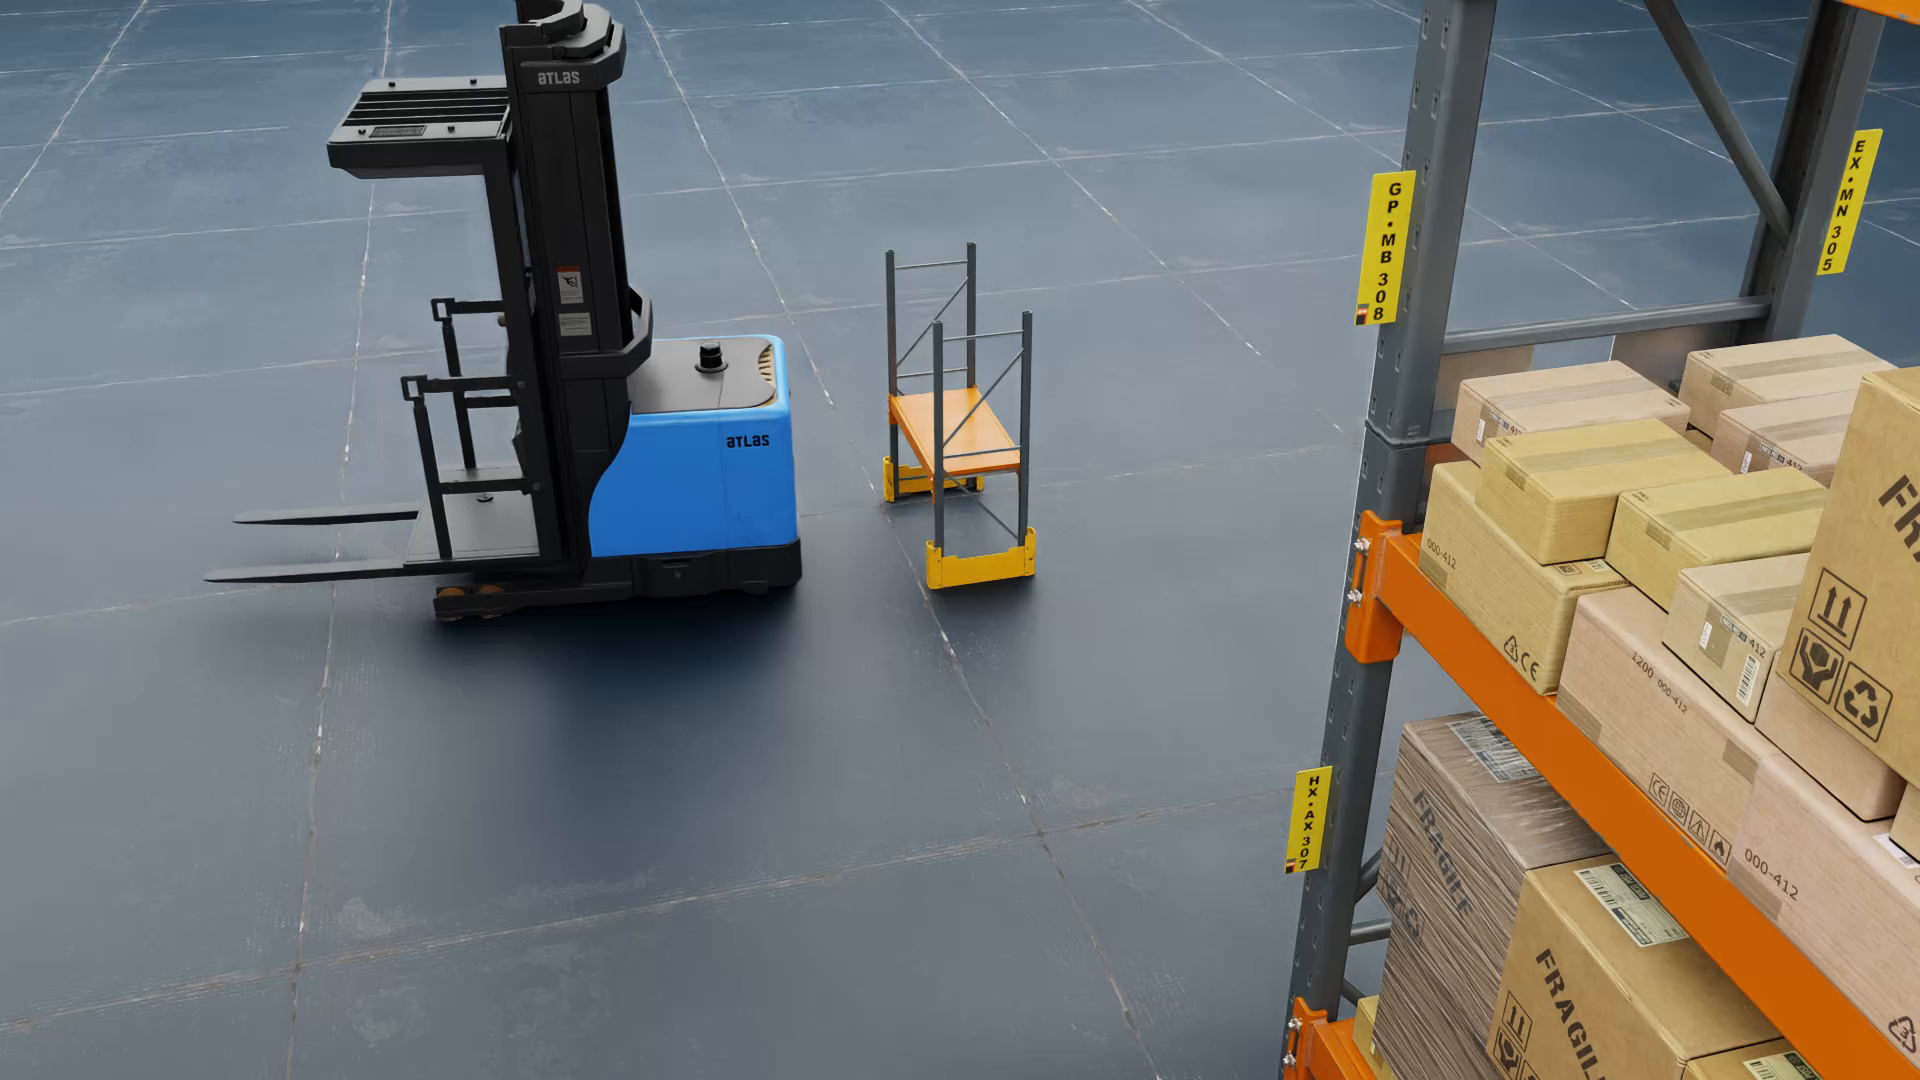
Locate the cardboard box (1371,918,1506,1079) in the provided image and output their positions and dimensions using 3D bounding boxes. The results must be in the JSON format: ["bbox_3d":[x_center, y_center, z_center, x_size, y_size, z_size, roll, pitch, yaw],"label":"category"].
[{"bbox_3d":[1.519,1.104,3.951,0.875,0.500,0.500,-8,31,-13],"label":"cardboard box"}]

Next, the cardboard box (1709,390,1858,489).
[{"bbox_3d":[1.730,-0.165,3.298,0.380,0.149,0.250,-9,31,-15],"label":"cardboard box"}]

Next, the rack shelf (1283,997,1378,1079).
[{"bbox_3d":[1.930,2.285,3.027,1.077,0.370,4.000,-8,31,-13],"label":"rack shelf"}]

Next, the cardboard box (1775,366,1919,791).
[{"bbox_3d":[1.533,0.074,2.239,0.500,0.500,0.500,-8,31,-13],"label":"cardboard box"}]

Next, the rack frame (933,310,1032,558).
[{"bbox_3d":[0.112,-0.445,8.521,0.500,1.500,0.032,-8,31,-13],"label":"rack frame"}]

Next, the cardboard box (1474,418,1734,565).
[{"bbox_3d":[1.225,-0.097,3.180,0.380,0.149,0.250,-7,31,-12],"label":"cardboard box"}]

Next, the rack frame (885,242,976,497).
[{"bbox_3d":[-0.158,-0.936,9.370,0.500,1.500,0.032,-8,31,-13],"label":"rack frame"}]

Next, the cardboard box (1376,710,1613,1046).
[{"bbox_3d":[1.283,0.704,3.644,0.500,0.500,0.500,-8,31,-13],"label":"cardboard box"}]

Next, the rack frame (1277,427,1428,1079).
[{"bbox_3d":[1.400,1.007,4.516,1.000,3.000,0.127,-8,31,-13],"label":"rack frame"}]

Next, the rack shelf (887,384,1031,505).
[{"bbox_3d":[-0.023,-0.535,9.036,0.538,0.185,1.000,-8,31,-13],"label":"rack shelf"}]

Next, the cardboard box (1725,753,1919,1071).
[{"bbox_3d":[1.549,0.529,2.497,0.500,0.250,0.500,-8,31,-13],"label":"cardboard box"}]

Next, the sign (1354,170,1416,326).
[{"bbox_3d":[0.877,-0.597,3.420,0.100,0.325,0.005,-8,31,-13],"label":"sign"}]

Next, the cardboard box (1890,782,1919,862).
[{"bbox_3d":[1.562,0.398,2.326,0.380,0.149,0.250,-9,31,-16],"label":"cardboard box"}]

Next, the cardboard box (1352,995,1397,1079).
[{"bbox_3d":[1.245,1.285,4.286,0.380,0.149,0.250,-8,31,-13],"label":"cardboard box"}]

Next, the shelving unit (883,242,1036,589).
[{"bbox_3d":[-0.020,-0.686,8.938,0.587,1.500,1.083,-8,31,-13],"label":"shelving unit"}]

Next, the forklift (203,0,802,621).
[{"bbox_3d":[-2.391,-1.136,8.287,3.031,2.935,1.130,-4,30,-6],"label":"forklift"}]

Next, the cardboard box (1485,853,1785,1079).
[{"bbox_3d":[1.409,0.947,3.225,0.500,0.500,0.500,-8,31,-13],"label":"cardboard box"}]

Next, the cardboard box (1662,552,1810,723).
[{"bbox_3d":[1.415,0.150,2.754,0.380,0.149,0.250,-7,31,-11],"label":"cardboard box"}]

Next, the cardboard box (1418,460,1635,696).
[{"bbox_3d":[1.278,0.041,3.340,0.500,0.250,0.500,-7,31,-12],"label":"cardboard box"}]

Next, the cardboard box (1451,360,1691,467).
[{"bbox_3d":[1.250,-0.235,3.419,0.380,0.149,0.250,-8,31,-14],"label":"cardboard box"}]

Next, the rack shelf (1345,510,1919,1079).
[{"bbox_3d":[1.930,0.986,2.275,1.077,0.370,4.000,-8,31,-13],"label":"rack shelf"}]

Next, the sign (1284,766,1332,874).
[{"bbox_3d":[0.877,0.705,4.174,0.100,0.325,0.005,-8,31,-13],"label":"sign"}]

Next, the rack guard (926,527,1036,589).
[{"bbox_3d":[0.112,0.096,8.835,0.587,0.250,0.087,-8,31,-13],"label":"rack guard"}]

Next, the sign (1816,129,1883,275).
[{"bbox_3d":[1.940,-0.738,3.653,0.100,0.325,0.005,-8,31,-13],"label":"sign"}]

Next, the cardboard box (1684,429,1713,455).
[{"bbox_3d":[1.773,-0.027,3.458,0.500,0.250,0.500,-7,31,-12],"label":"cardboard box"}]

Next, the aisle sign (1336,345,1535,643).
[{"bbox_3d":[1.094,-0.108,3.847,0.394,0.787,0.004,-8,31,-13],"label":"aisle sign"}]

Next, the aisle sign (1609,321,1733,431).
[{"bbox_3d":[1.672,-0.188,3.985,0.394,0.787,0.004,-8,31,-13],"label":"aisle sign"}]

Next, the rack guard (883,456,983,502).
[{"bbox_3d":[-0.152,-0.386,9.667,0.587,0.250,0.087,-8,31,-13],"label":"rack guard"}]

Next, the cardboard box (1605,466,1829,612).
[{"bbox_3d":[1.411,0.009,2.998,0.380,0.149,0.250,-8,31,-14],"label":"cardboard box"}]

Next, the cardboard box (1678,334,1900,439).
[{"bbox_3d":[1.774,-0.306,3.542,0.380,0.149,0.250,-8,31,-13],"label":"cardboard box"}]

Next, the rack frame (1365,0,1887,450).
[{"bbox_3d":[1.400,-1.589,3.013,1.000,3.000,0.127,-8,31,-13],"label":"rack frame"}]

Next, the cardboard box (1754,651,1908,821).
[{"bbox_3d":[1.475,0.268,2.551,0.380,0.149,0.250,-8,31,-13],"label":"cardboard box"}]

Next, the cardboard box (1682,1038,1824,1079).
[{"bbox_3d":[1.543,1.188,2.808,0.500,0.500,0.500,-8,31,-13],"label":"cardboard box"}]

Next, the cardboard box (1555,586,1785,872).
[{"bbox_3d":[1.421,0.289,2.911,0.500,0.250,0.500,-9,31,-14],"label":"cardboard box"}]
